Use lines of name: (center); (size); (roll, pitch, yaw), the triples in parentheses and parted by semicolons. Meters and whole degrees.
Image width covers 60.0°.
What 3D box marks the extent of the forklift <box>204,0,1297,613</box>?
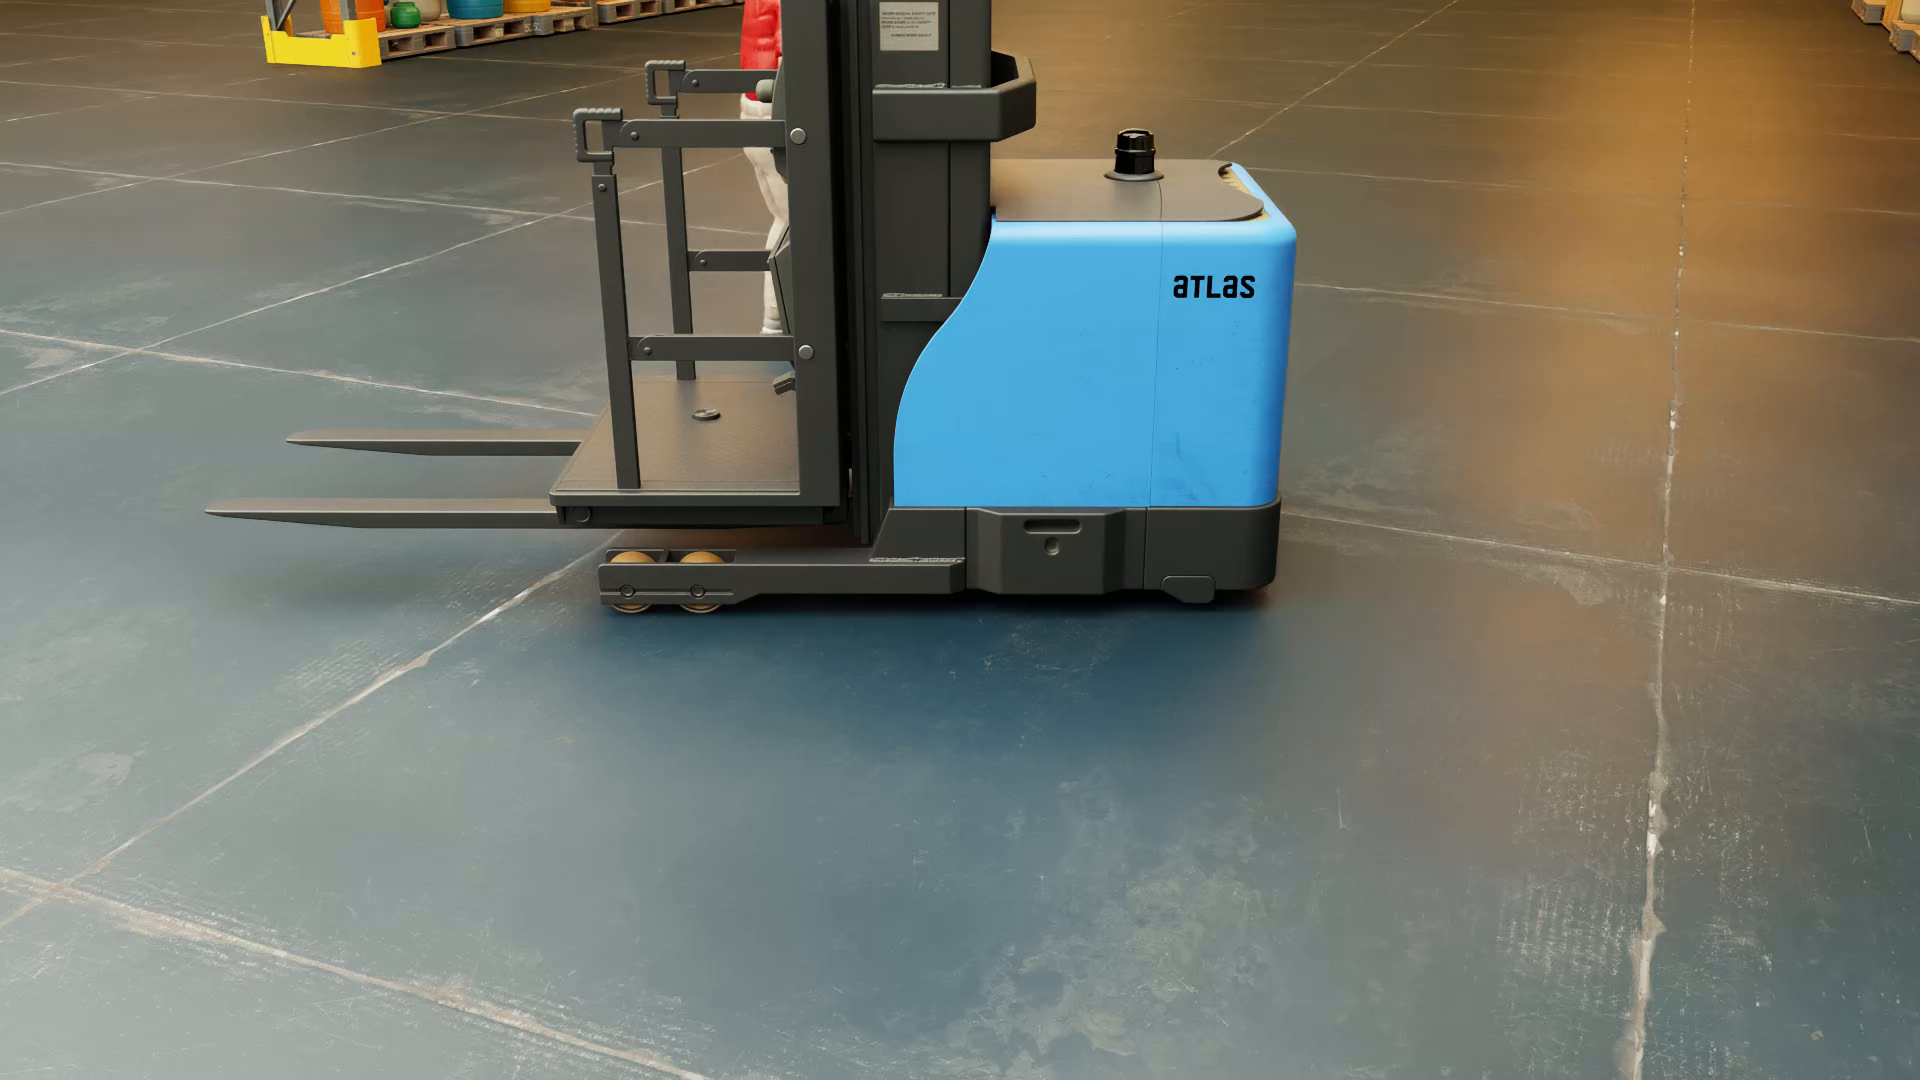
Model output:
forklift: (-0.628, -1.354, 4.531); (3.031, 2.935, 1.130); (0, 23, 0)

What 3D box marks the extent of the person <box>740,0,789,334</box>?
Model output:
person: (-0.687, -1.658, 6.819); (0.393, 1.725, 0.599); (-9, 24, -20)
